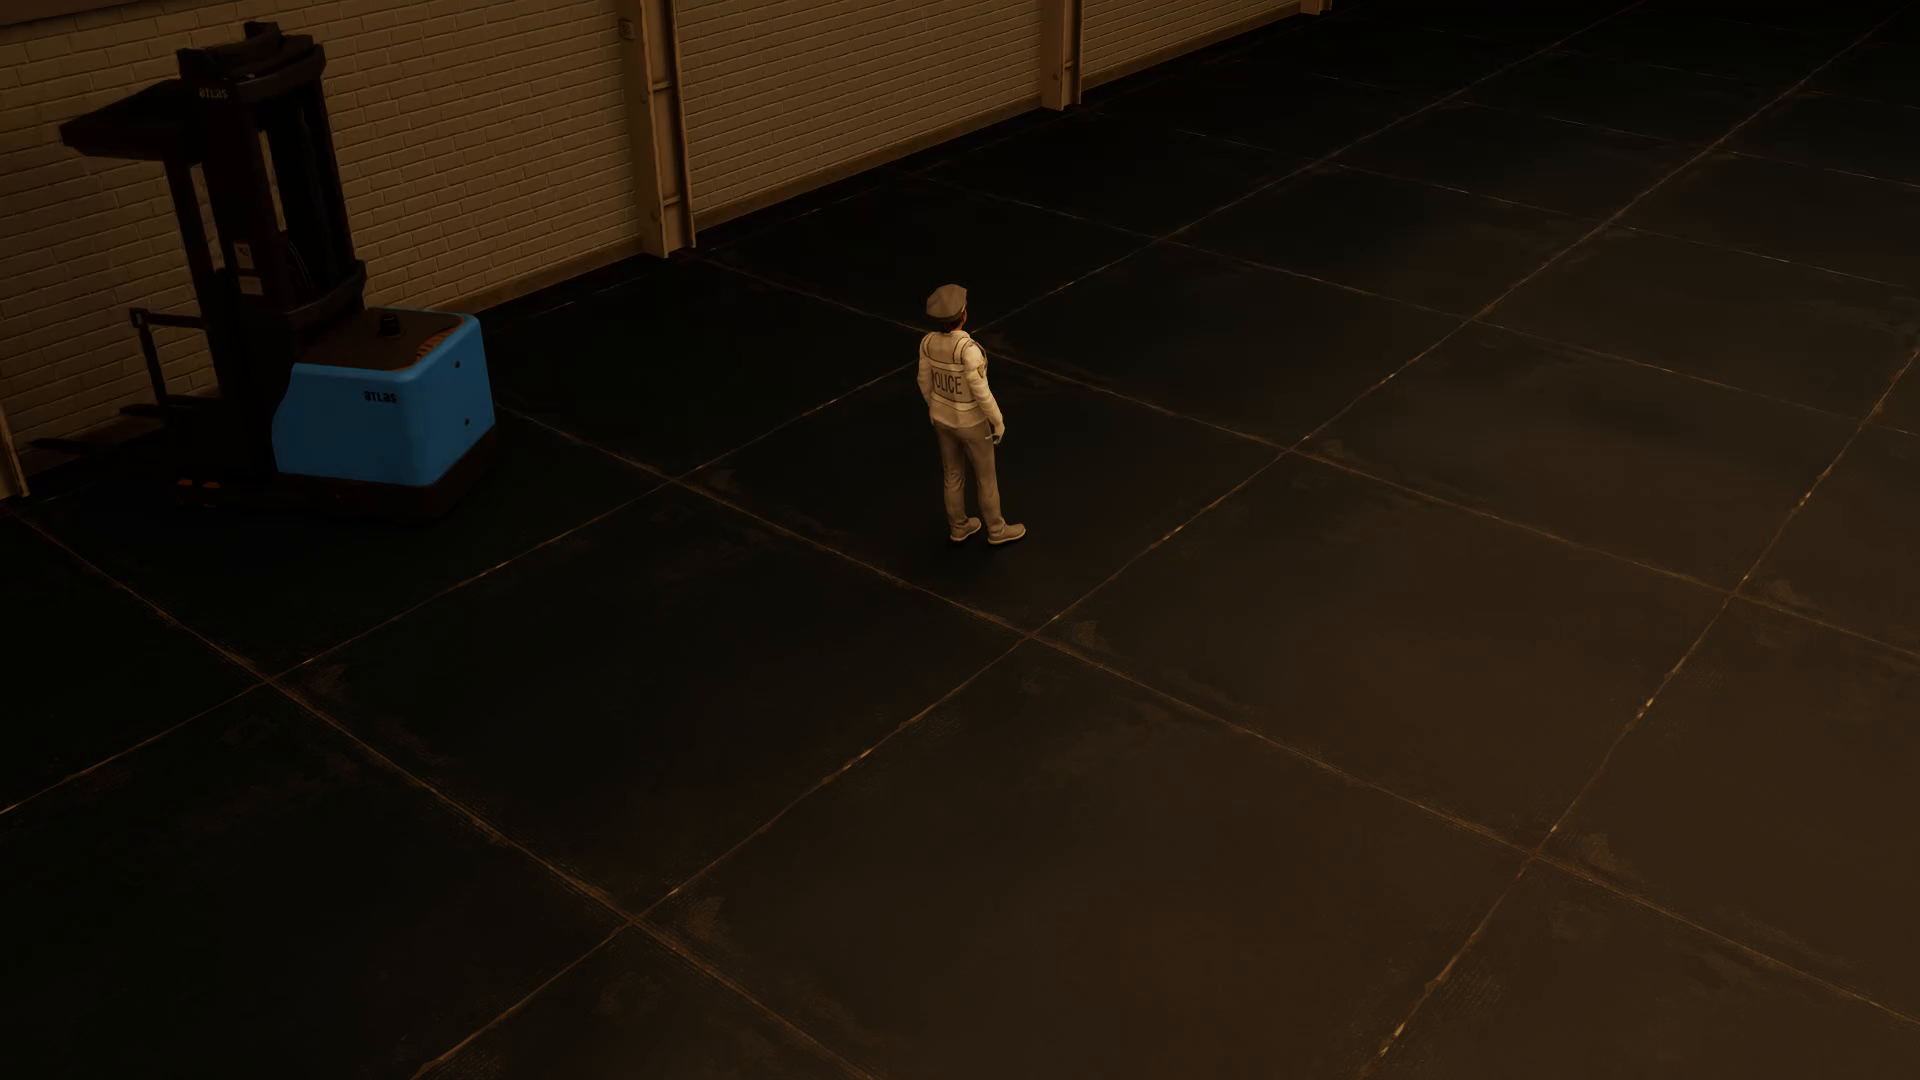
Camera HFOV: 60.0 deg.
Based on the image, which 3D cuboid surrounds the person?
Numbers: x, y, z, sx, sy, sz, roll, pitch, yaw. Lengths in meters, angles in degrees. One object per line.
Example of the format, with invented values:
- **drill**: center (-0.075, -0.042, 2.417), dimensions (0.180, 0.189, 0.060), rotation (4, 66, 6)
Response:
- **person**: center (0.047, -0.762, 10.110), dimensions (0.587, 1.696, 0.534), rotation (22, 37, 33)

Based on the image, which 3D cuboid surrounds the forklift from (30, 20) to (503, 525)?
- **forklift**: center (-4.699, -1.731, 10.557), dimensions (3.031, 2.935, 1.130), rotation (6, 31, 10)
